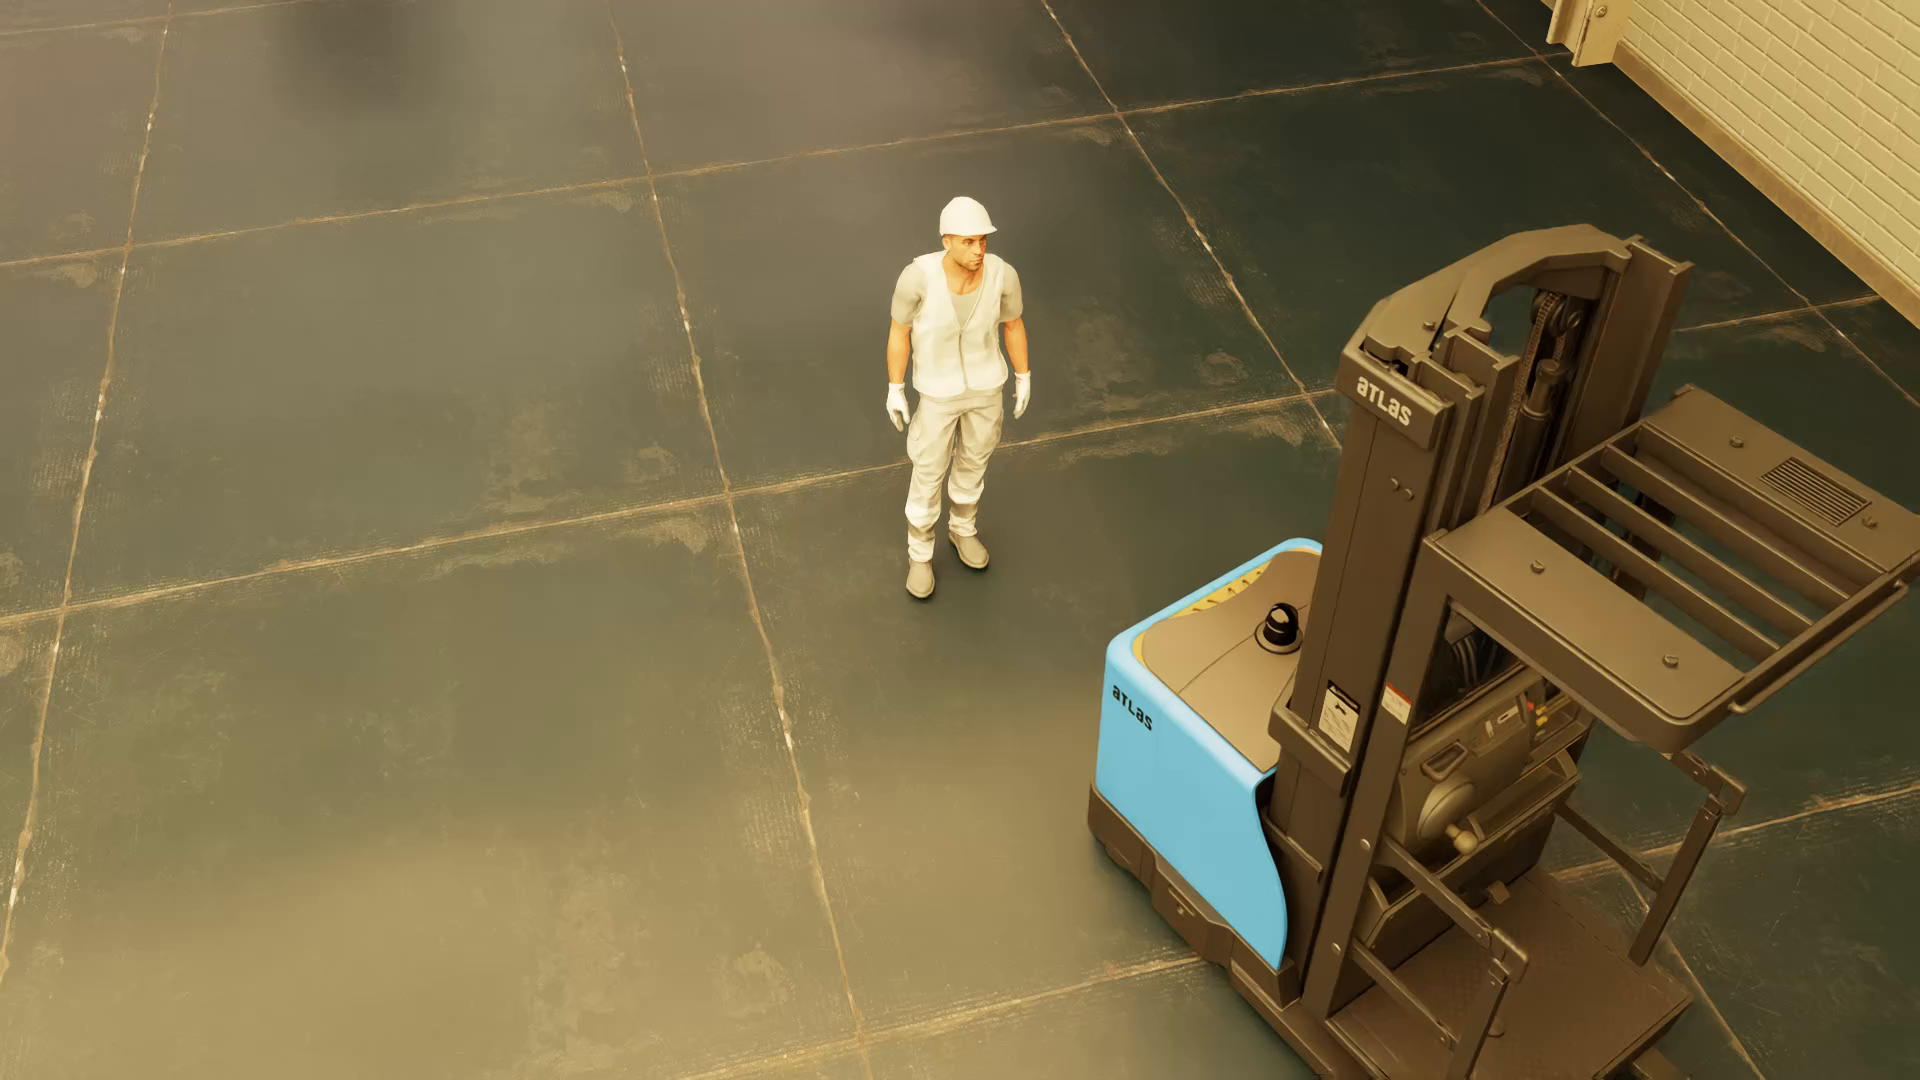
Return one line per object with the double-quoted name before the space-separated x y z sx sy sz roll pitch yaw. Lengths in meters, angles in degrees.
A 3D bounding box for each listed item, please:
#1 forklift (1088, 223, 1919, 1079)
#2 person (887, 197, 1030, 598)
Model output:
"forklift" 1.774 0.695 4.910 1.130 2.935 3.031 -27 49 -25
"person" 0.009 -0.600 7.100 0.637 1.790 0.562 -10 44 -11
